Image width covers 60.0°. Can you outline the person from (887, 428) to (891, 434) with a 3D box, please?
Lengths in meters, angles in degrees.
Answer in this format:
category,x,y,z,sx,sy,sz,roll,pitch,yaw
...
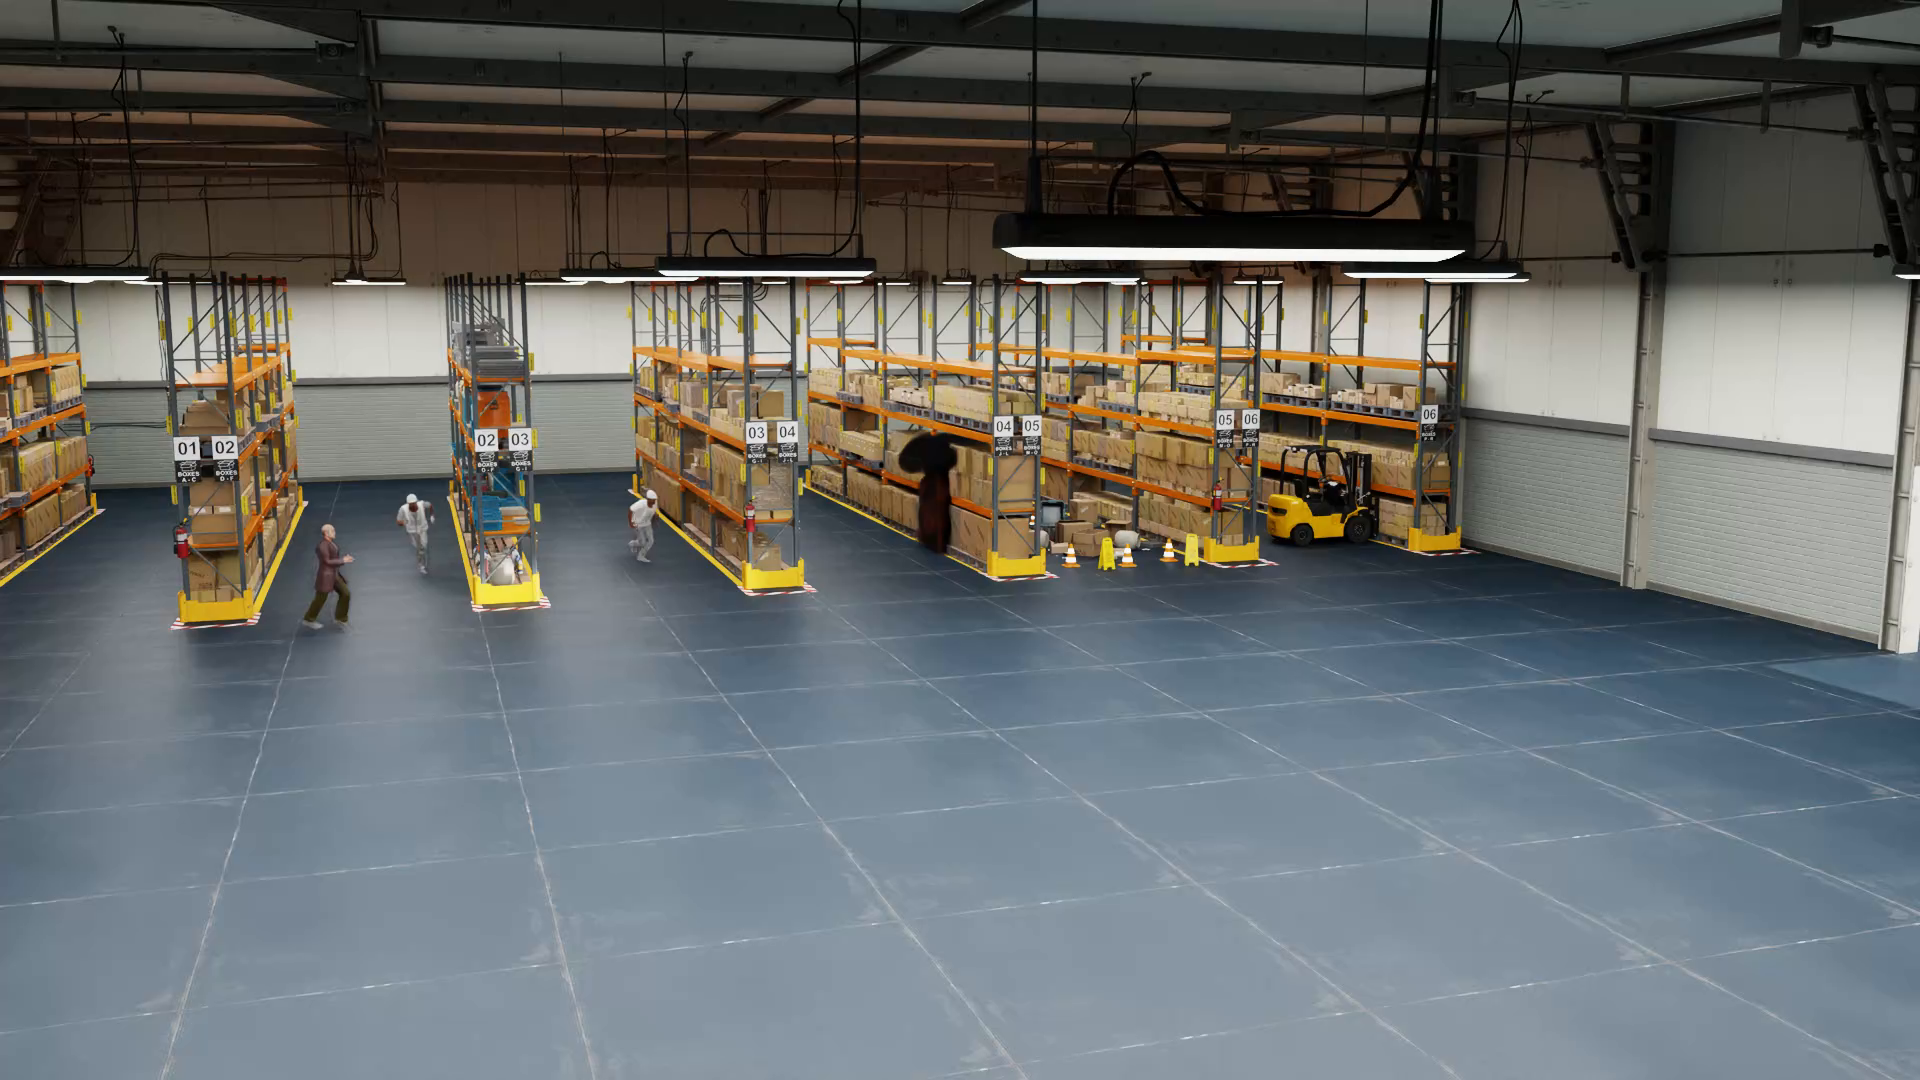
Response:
category,x,y,z,sx,sy,sz,roll,pitch,yaw
person,-2.065,-2.391,48.234,0.600,1.690,0.916,-6,11,-35

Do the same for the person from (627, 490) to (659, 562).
category,x,y,z,sx,sy,sz,roll,pitch,yaw
person,-6.681,-0.294,34.928,0.994,1.557,0.720,8,12,44

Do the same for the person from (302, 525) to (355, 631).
category,x,y,z,sx,sy,sz,roll,pitch,yaw
person,-10.589,0.658,27.858,0.933,1.846,0.658,0,9,2

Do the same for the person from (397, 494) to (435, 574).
category,x,y,z,sx,sy,sz,roll,pitch,yaw
person,-11.044,-0.151,33.786,0.697,1.651,1.085,-2,9,-11
